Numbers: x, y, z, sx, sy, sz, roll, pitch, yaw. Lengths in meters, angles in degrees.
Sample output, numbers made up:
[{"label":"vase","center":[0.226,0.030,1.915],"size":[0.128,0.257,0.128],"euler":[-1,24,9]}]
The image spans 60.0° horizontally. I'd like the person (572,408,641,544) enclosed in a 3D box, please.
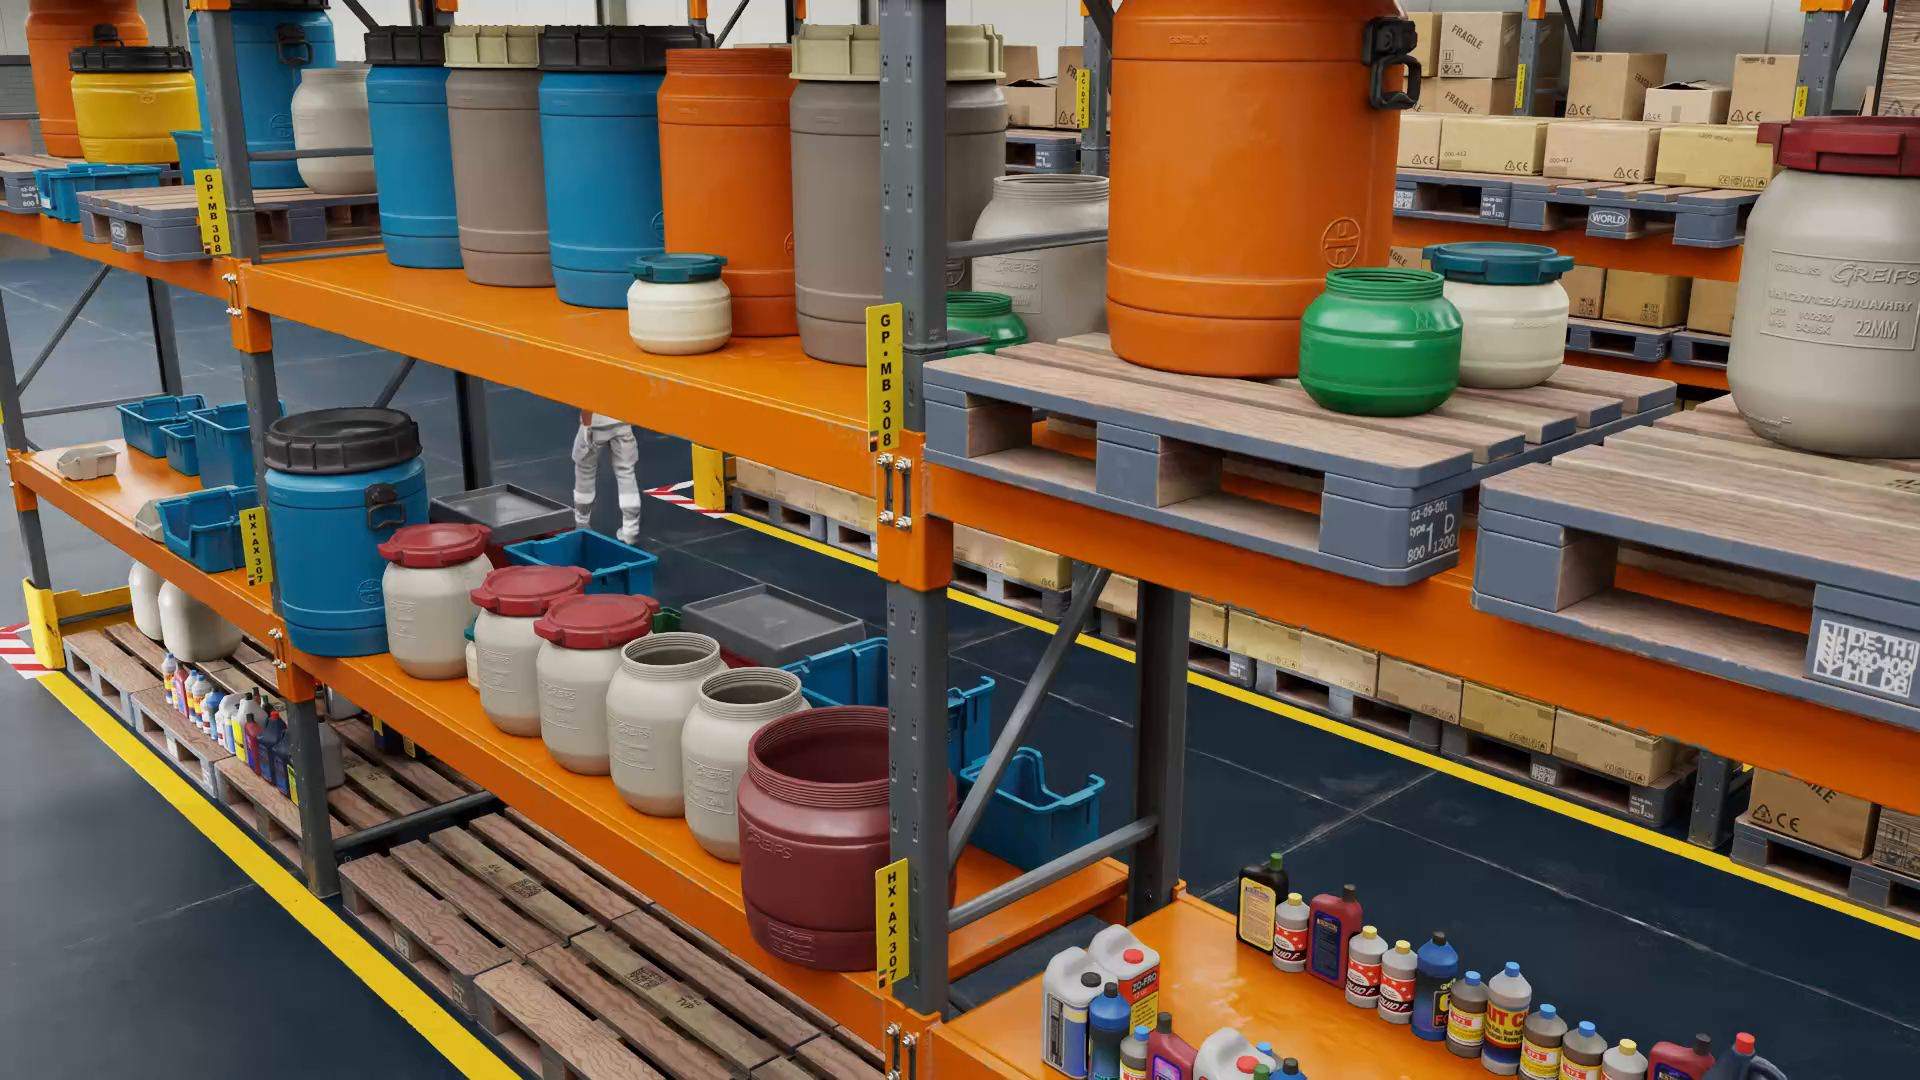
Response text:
[{"label":"person","center":[-2.656,-0.889,12.344],"size":[0.528,1.770,0.856],"euler":[-11,21,-33]}]
